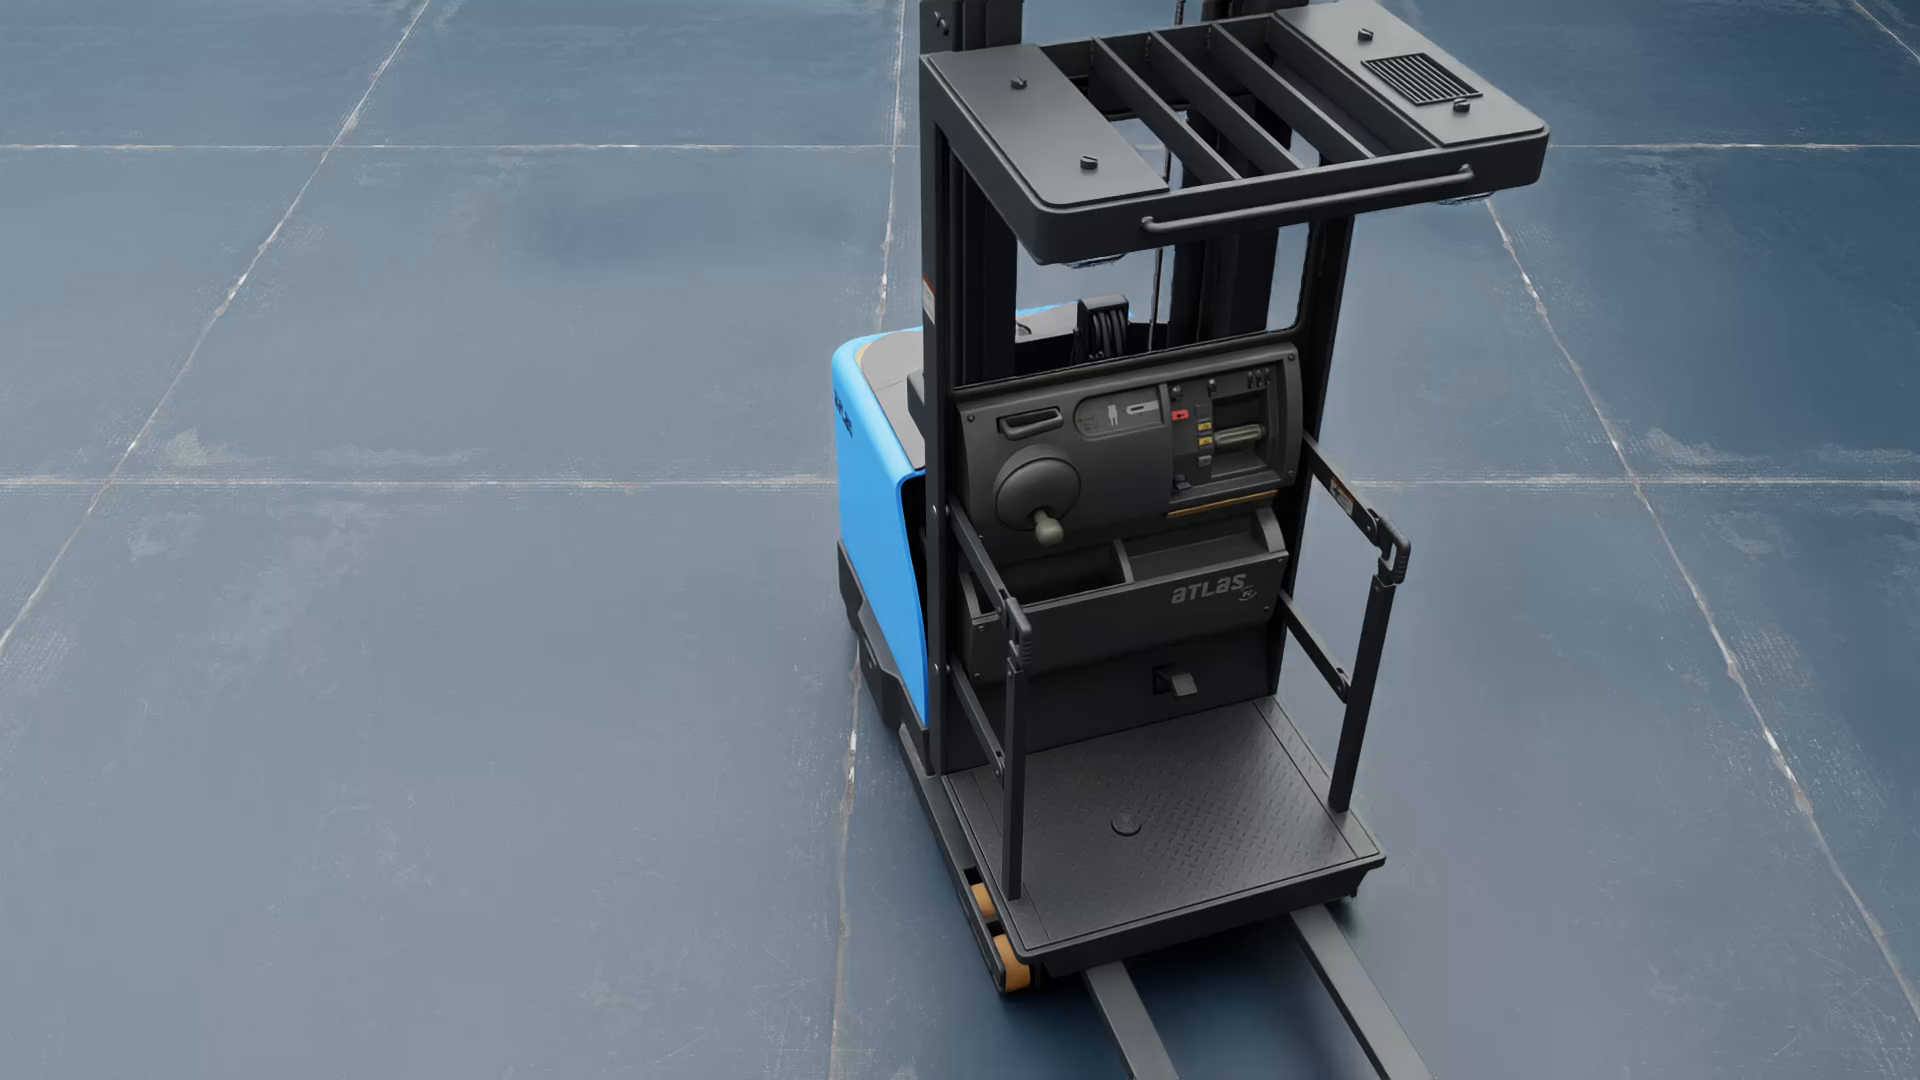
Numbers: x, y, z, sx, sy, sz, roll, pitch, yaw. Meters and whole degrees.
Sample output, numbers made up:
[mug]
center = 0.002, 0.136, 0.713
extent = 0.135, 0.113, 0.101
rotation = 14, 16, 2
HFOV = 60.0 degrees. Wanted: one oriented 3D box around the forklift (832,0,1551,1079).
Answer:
[forklift]
center = 0.521, -0.167, 4.114
extent = 1.130, 2.935, 3.031
rotation = -12, 40, -14
